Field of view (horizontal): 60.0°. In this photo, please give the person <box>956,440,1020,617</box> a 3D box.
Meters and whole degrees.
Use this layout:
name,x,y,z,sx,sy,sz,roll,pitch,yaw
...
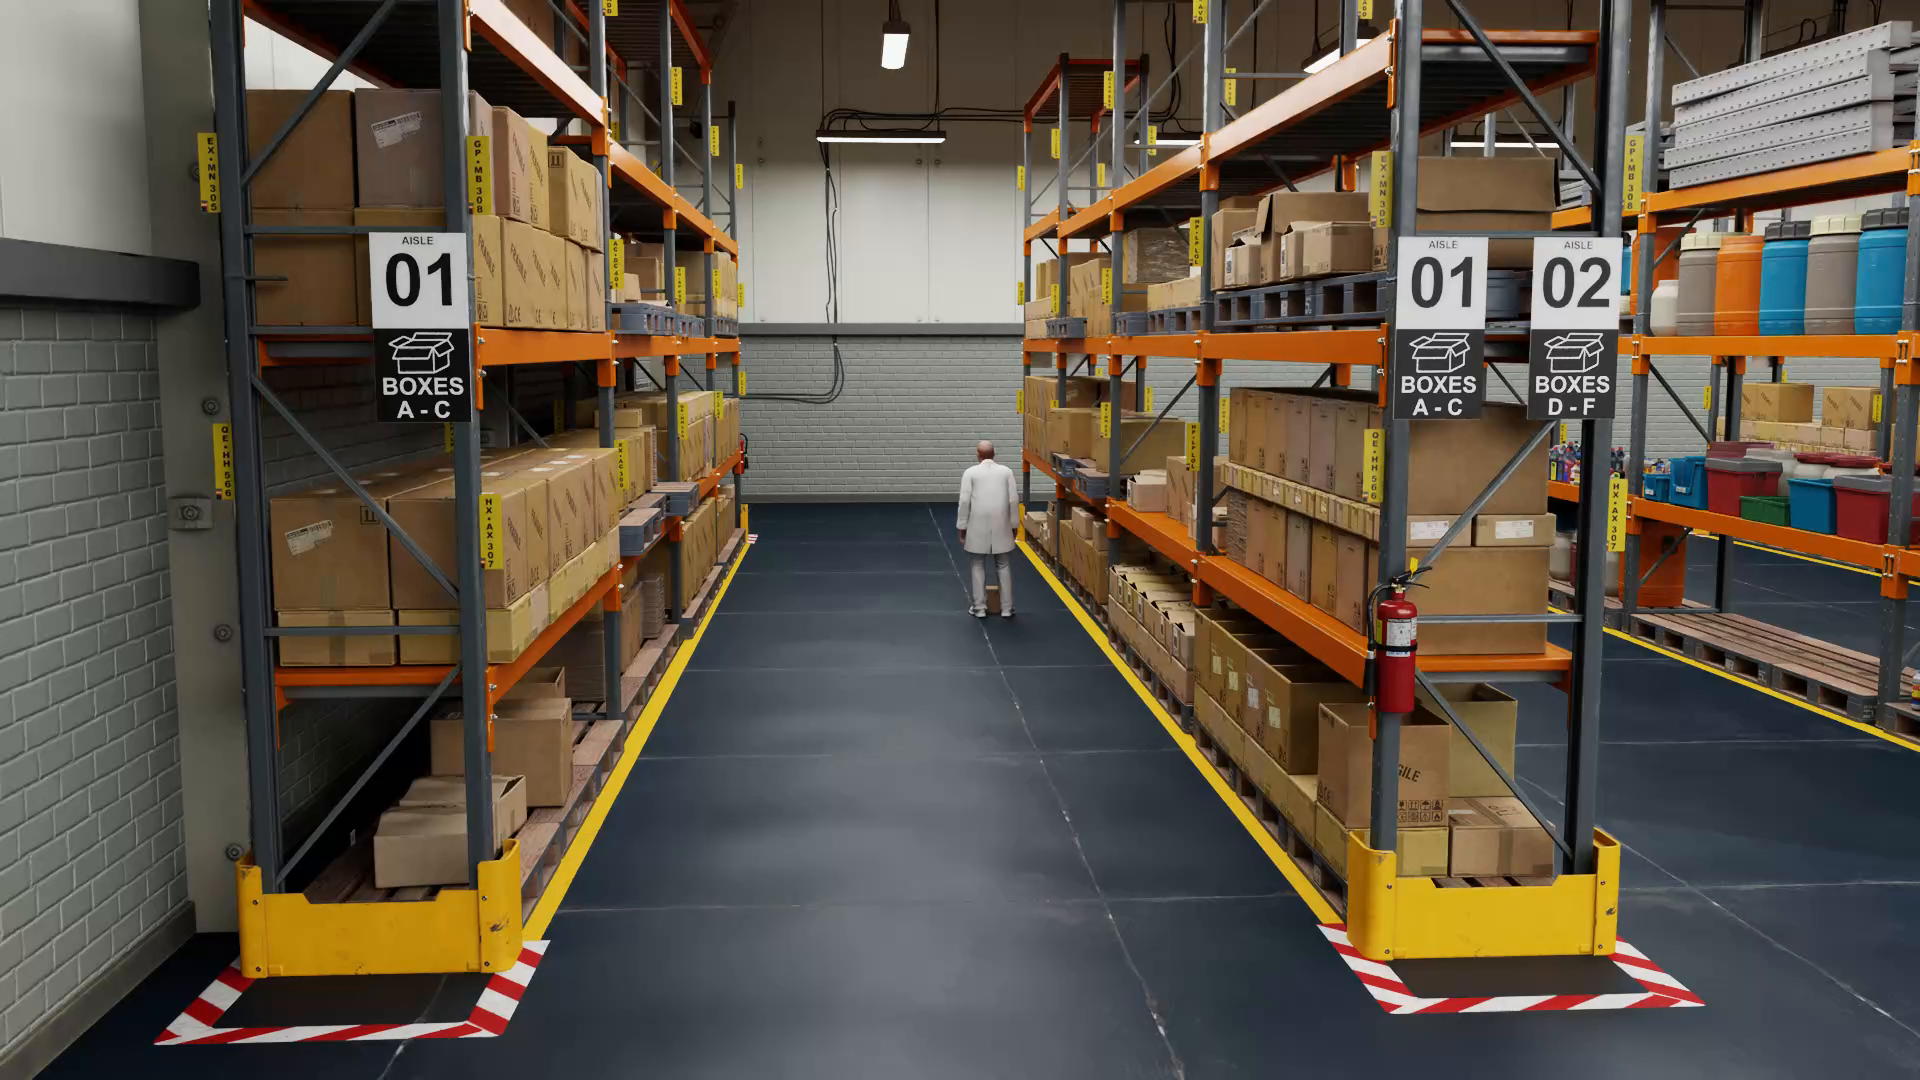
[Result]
name,x,y,z,sx,sy,sz,roll,pitch,yaw
person,0.284,-0.115,16.782,0.652,1.773,0.425,-1,7,-7
